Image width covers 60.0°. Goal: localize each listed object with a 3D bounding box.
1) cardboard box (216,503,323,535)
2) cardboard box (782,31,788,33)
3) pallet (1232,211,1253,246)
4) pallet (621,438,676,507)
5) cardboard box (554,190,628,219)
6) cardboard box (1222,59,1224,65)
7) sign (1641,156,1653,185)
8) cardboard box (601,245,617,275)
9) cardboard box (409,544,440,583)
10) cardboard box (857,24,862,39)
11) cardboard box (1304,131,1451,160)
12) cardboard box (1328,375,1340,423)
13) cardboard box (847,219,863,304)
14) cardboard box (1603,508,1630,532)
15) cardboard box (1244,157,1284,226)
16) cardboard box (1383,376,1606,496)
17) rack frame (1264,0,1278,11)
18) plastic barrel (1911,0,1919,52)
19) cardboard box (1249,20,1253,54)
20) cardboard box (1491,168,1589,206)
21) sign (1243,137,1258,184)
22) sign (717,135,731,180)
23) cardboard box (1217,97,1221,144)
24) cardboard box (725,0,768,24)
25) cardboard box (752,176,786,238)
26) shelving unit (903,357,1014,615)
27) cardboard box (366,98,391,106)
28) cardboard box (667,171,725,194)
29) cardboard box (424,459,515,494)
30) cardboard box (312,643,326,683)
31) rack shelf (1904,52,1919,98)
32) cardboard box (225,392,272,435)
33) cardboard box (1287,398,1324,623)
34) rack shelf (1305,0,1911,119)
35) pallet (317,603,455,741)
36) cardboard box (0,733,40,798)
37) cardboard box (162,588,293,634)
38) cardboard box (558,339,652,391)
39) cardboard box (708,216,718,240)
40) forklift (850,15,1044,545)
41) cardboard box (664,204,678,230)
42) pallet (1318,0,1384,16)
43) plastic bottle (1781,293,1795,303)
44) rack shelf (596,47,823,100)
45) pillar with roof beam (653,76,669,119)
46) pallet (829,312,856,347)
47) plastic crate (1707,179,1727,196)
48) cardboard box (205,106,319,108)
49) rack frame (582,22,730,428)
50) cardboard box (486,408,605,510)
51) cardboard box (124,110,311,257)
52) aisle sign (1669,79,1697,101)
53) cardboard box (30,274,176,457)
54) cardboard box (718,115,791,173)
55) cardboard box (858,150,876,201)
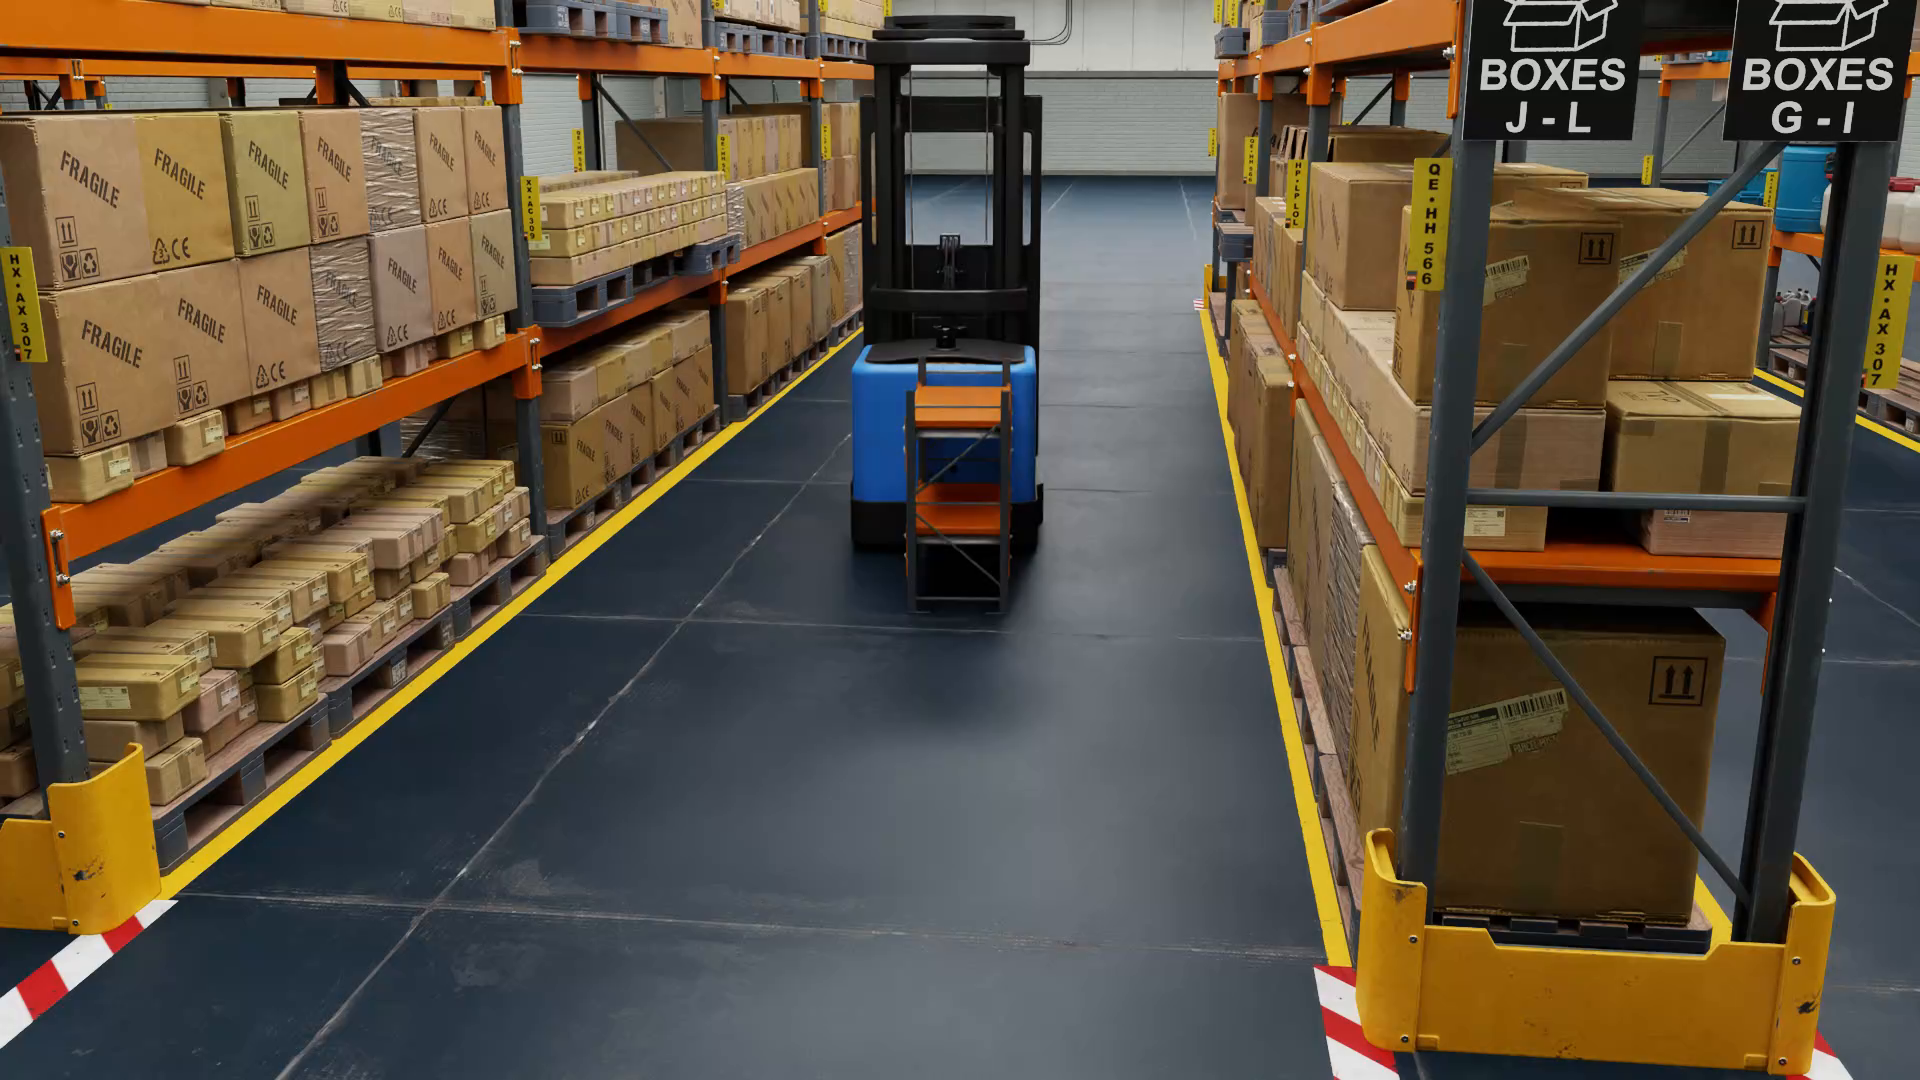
[{"bbox_3d":[-3.184,-0.065,7.673,0.380,0.149,0.250,2,15,7],"label":"cardboard box"},{"bbox_3d":[-2.012,-5.323,17.340,0.380,0.149,0.250,2,15,7],"label":"cardboard box"},{"bbox_3d":[2.798,-2.590,13.863,1.003,0.211,1.213,2,15,6],"label":"pallet"},{"bbox_3d":[-2.531,-0.476,11.019,1.003,0.211,1.213,2,15,6],"label":"pallet"},{"bbox_3d":[-2.164,-1.964,9.716,0.380,0.149,0.250,1,15,6],"label":"cardboard box"},{"bbox_3d":[3.155,-5.368,18.307,0.500,0.250,0.500,1,15,5],"label":"cardboard box"},{"bbox_3d":[7.893,-4.248,19.096,0.100,0.325,0.005,2,15,6],"label":"sign"},{"bbox_3d":[-2.194,-1.610,9.547,0.380,0.149,0.250,2,15,7],"label":"cardboard box"},{"bbox_3d":[-2.639,0.087,7.681,0.380,0.149,0.250,2,15,8],"label":"cardboard box"},{"bbox_3d":[-1.272,-5.501,18.000,0.380,0.149,0.250,2,15,7],"label":"cardboard box"},{"bbox_3d":[2.317,-2.007,9.225,0.797,0.503,0.637,2,15,7],"label":"cardboard box"},{"bbox_3d":[1.626,-0.538,6.388,0.380,0.149,0.250,1,15,5],"label":"cardboard box"},{"bbox_3d":[-1.507,-3.187,18.966,0.875,0.875,0.875,1,15,5],"label":"cardboard box"},{"bbox_3d":[2.108,-0.121,4.845,0.380,0.149,0.250,1,15,5],"label":"cardboard box"},{"bbox_3d":[2.600,-2.708,12.935,0.700,0.500,0.500,4,16,15],"label":"cardboard box"},{"bbox_3d":[1.504,-0.298,4.736,0.500,0.250,0.500,1,15,5],"label":"cardboard box"},{"bbox_3d":[2.615,-5.064,11.152,1.000,3.000,0.127,2,15,6],"label":"rack frame"},{"bbox_3d":[8.073,-4.442,13.636,0.600,0.901,0.600,0,15,0],"label":"plastic barrel"},{"bbox_3d":[2.527,-3.934,13.004,0.500,0.250,0.500,2,15,8],"label":"cardboard box"},{"bbox_3d":[2.317,-1.307,7.031,0.500,0.500,0.500,2,15,7],"label":"cardboard box"},{"bbox_3d":[2.075,-2.703,11.844,0.100,0.325,0.005,2,15,6],"label":"sign"},{"bbox_3d":[-1.761,-2.848,12.381,0.100,0.325,0.005,2,15,6],"label":"sign"},{"bbox_3d":[3.122,-4.654,18.449,0.500,0.500,0.500,2,15,6],"label":"cardboard box"},{"bbox_3d":[-1.887,-4.441,13.767,0.500,0.311,0.500,1,15,5],"label":"cardboard box"},{"bbox_3d":[-1.812,-2.889,14.409,0.500,0.500,0.500,2,15,6],"label":"cardboard box"},{"bbox_3d":[0.006,-0.307,8.644,0.538,1.125,1.048,0,15,2],"label":"shelving unit"},{"bbox_3d":[-6.436,-4.412,17.554,0.700,0.500,0.500,2,15,7],"label":"cardboard box"},{"bbox_3d":[-1.901,-2.569,11.952,0.380,0.149,0.250,1,15,4],"label":"cardboard box"},{"bbox_3d":[-2.534,-0.317,8.605,0.380,0.149,0.250,2,15,8],"label":"cardboard box"},{"bbox_3d":[-2.786,0.514,6.671,0.380,0.149,0.250,2,15,6],"label":"cardboard box"},{"bbox_3d":[7.762,-3.642,13.016,1.077,0.370,4.000,2,15,6],"label":"rack shelf"},{"bbox_3d":[-2.823,-0.495,6.228,0.380,0.149,0.250,2,15,6],"label":"cardboard box"},{"bbox_3d":[2.010,-0.139,7.696,0.875,0.875,0.875,2,15,6],"label":"cardboard box"},{"bbox_3d":[1.938,-1.713,5.882,1.077,0.370,4.000,2,15,6],"label":"rack shelf"},{"bbox_3d":[-2.929,0.535,7.278,1.003,0.211,1.213,2,15,6],"label":"pallet"},{"bbox_3d":[-3.352,0.765,5.743,0.380,0.149,0.250,2,15,7],"label":"cardboard box"},{"bbox_3d":[-2.794,0.291,6.356,0.380,0.149,0.250,1,15,4],"label":"cardboard box"},{"bbox_3d":[-2.287,-1.115,10.588,0.500,0.250,0.500,2,15,8],"label":"cardboard box"},{"bbox_3d":[-1.930,-2.216,11.789,0.380,0.149,0.250,2,15,6],"label":"cardboard box"},{"bbox_3d":[-0.044,-1.716,10.393,1.130,2.935,3.031,0,15,2],"label":"forklift"},{"bbox_3d":[-2.048,-2.090,10.750,0.380,0.149,0.250,2,15,8],"label":"cardboard box"},{"bbox_3d":[2.061,-2.324,6.934,1.003,0.211,1.213,2,15,6],"label":"pallet"},{"bbox_3d":[8.612,-2.441,17.318,0.152,0.276,0.135,2,15,7],"label":"plastic bottle"},{"bbox_3d":[-2.076,-3.960,14.192,1.077,0.370,4.000,2,15,6],"label":"rack shelf"},{"bbox_3d":[-4.572,-15.076,48.178,9.100,9.000,0.400,2,15,6],"label":"pillar with roof beam"},{"bbox_3d":[-1.687,-2.227,17.493,1.003,0.211,1.213,2,15,6],"label":"pallet"},{"bbox_3d":[8.680,-3.887,18.575,0.499,0.251,0.616,2,15,6],"label":"plastic crate"},{"bbox_3d":[-3.089,-1.733,7.648,0.500,0.500,0.500,1,15,5],"label":"cardboard box"},{"bbox_3d":[-2.301,-2.341,12.572,1.000,3.000,0.127,2,15,6],"label":"rack frame"},{"bbox_3d":[-2.406,-0.483,9.686,0.500,0.500,0.500,2,15,8],"label":"cardboard box"},{"bbox_3d":[-2.758,-1.314,6.099,0.500,0.500,0.500,1,15,5],"label":"cardboard box"},{"bbox_3d":[8.156,-5.380,18.830,0.394,0.787,0.004,2,15,6],"label":"aisle sign"},{"bbox_3d":[-2.879,-0.566,5.247,0.500,0.500,0.500,2,15,9],"label":"cardboard box"},{"bbox_3d":[-1.956,-3.647,15.294,0.700,0.500,0.500,1,15,5],"label":"cardboard box"},{"bbox_3d":[-1.436,-4.247,19.335,0.875,0.550,0.550,2,15,6],"label":"cardboard box"}]
